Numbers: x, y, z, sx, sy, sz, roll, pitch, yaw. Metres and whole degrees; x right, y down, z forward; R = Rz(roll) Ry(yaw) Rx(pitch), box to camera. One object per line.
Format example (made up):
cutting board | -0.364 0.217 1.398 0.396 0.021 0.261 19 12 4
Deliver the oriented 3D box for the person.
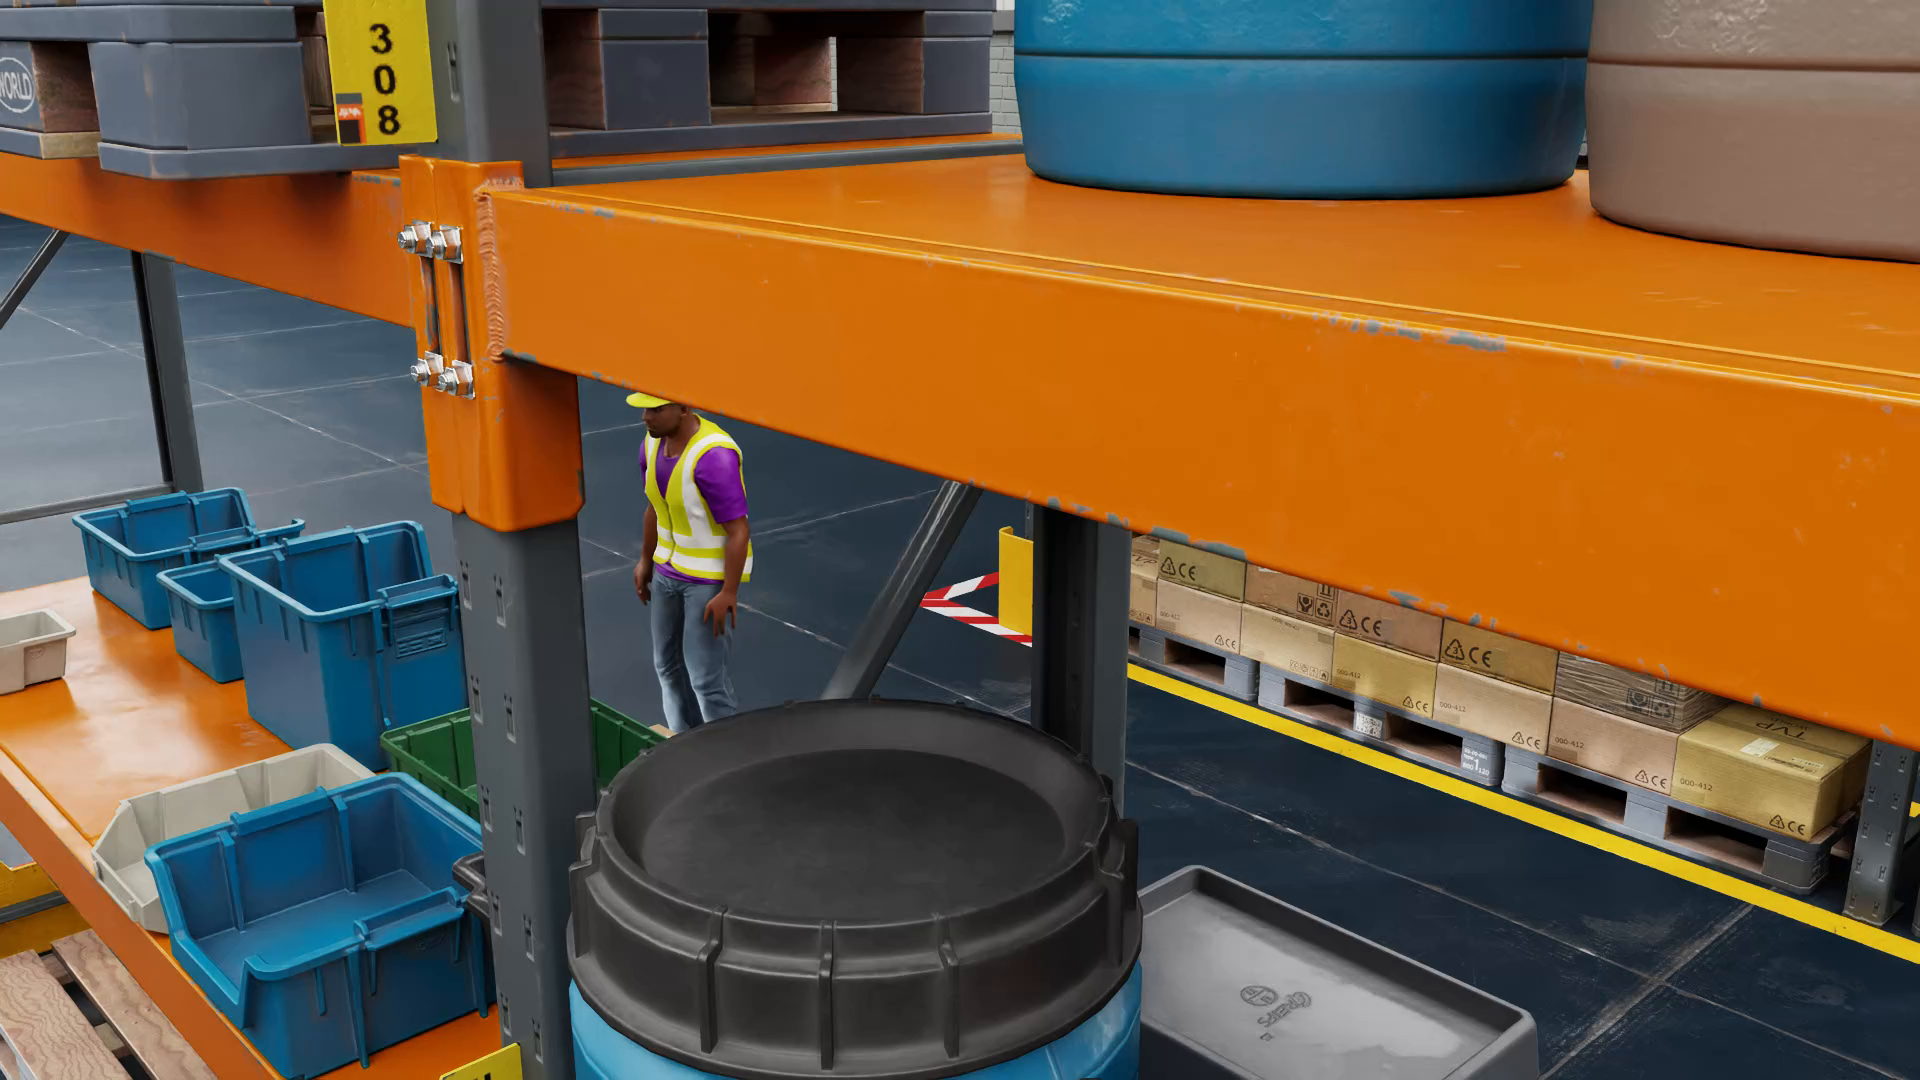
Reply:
person | -1.067 0.146 6.541 0.458 1.761 0.626 -16 23 -41
